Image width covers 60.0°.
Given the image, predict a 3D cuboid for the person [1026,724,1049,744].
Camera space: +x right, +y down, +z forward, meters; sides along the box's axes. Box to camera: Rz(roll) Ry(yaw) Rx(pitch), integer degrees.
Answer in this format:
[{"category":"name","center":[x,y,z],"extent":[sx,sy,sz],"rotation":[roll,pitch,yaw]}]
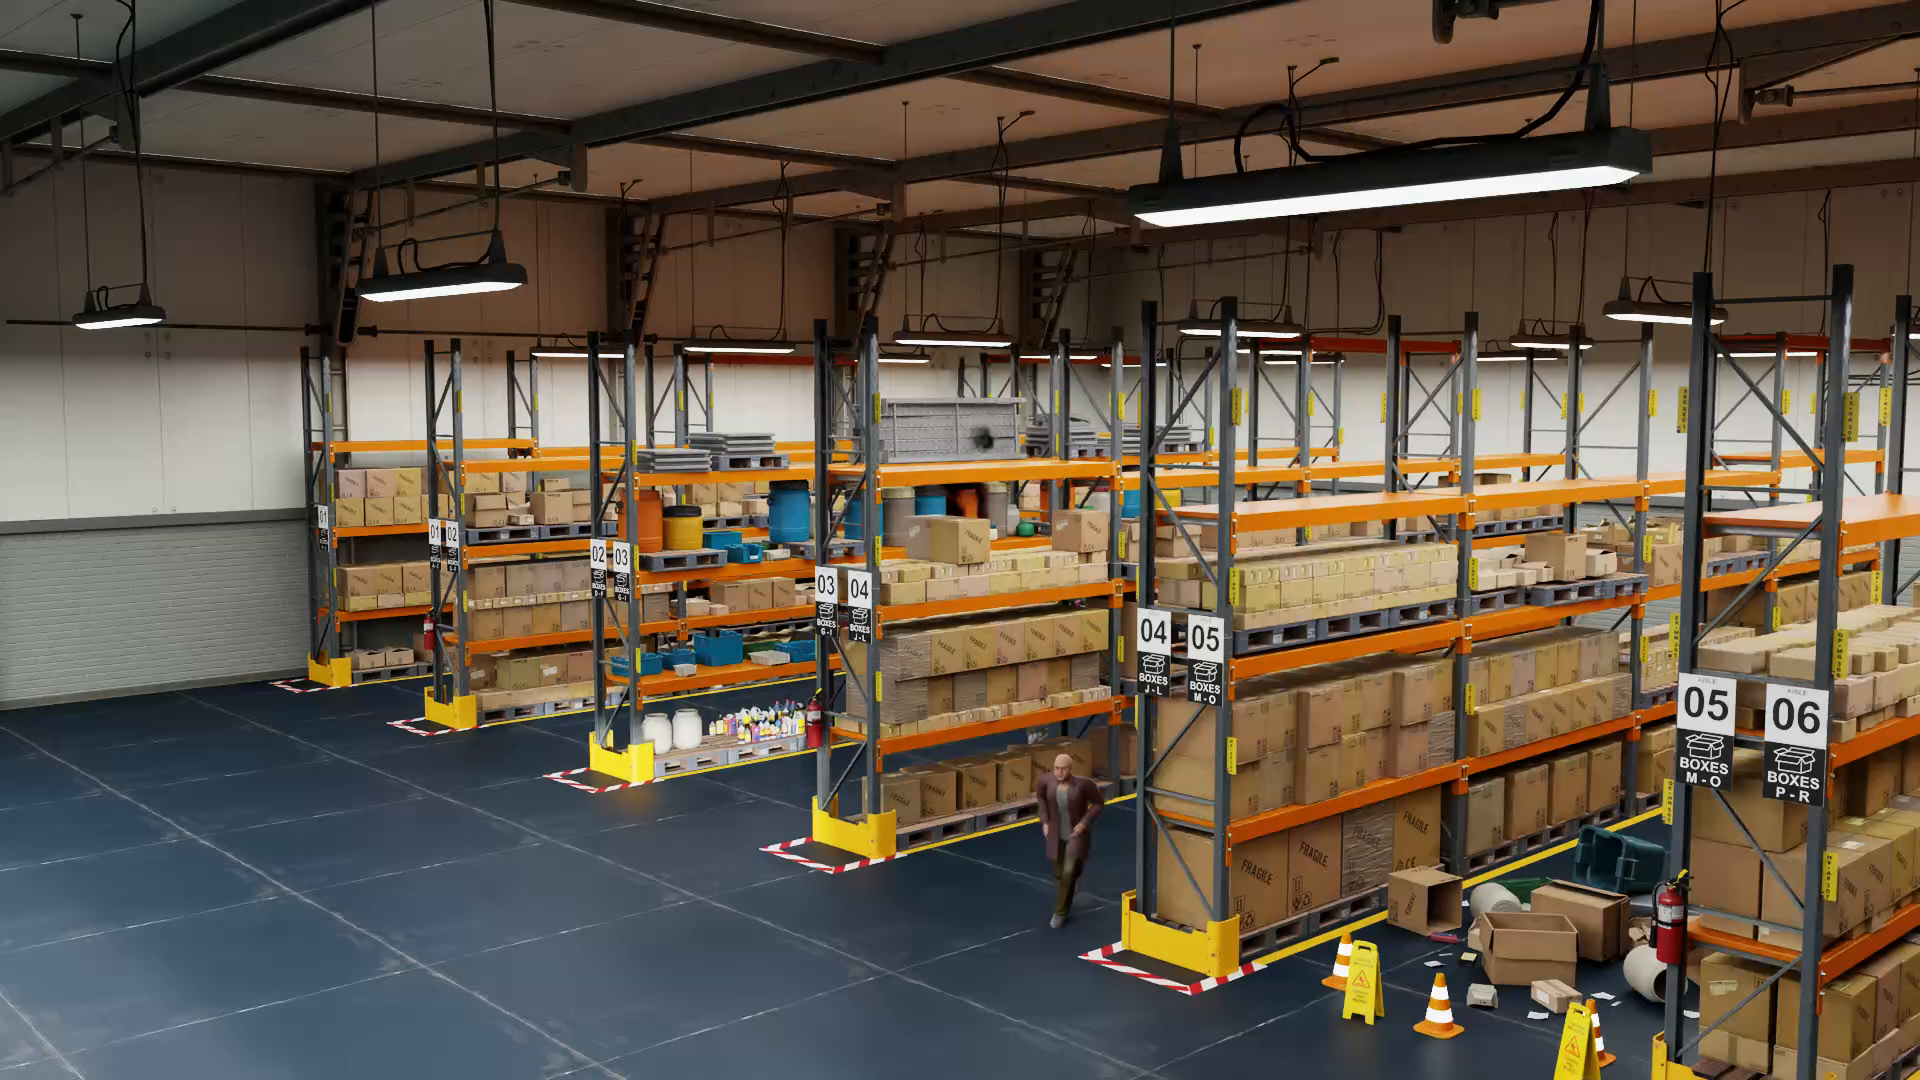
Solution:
[{"category":"person","center":[1.044,2.224,24.474],"extent":[0.519,1.597,0.717],"rotation":[5,7,42]}]

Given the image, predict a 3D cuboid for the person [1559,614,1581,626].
[{"category":"person","center":[11.313,1.622,30.992],"extent":[0.536,1.671,1.123],"rotation":[-2,5,-19]}]

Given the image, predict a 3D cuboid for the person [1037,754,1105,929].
[{"category":"person","center":[1.100,2.894,16.357],"extent":[0.707,1.719,0.857],"rotation":[2,5,17]}]
